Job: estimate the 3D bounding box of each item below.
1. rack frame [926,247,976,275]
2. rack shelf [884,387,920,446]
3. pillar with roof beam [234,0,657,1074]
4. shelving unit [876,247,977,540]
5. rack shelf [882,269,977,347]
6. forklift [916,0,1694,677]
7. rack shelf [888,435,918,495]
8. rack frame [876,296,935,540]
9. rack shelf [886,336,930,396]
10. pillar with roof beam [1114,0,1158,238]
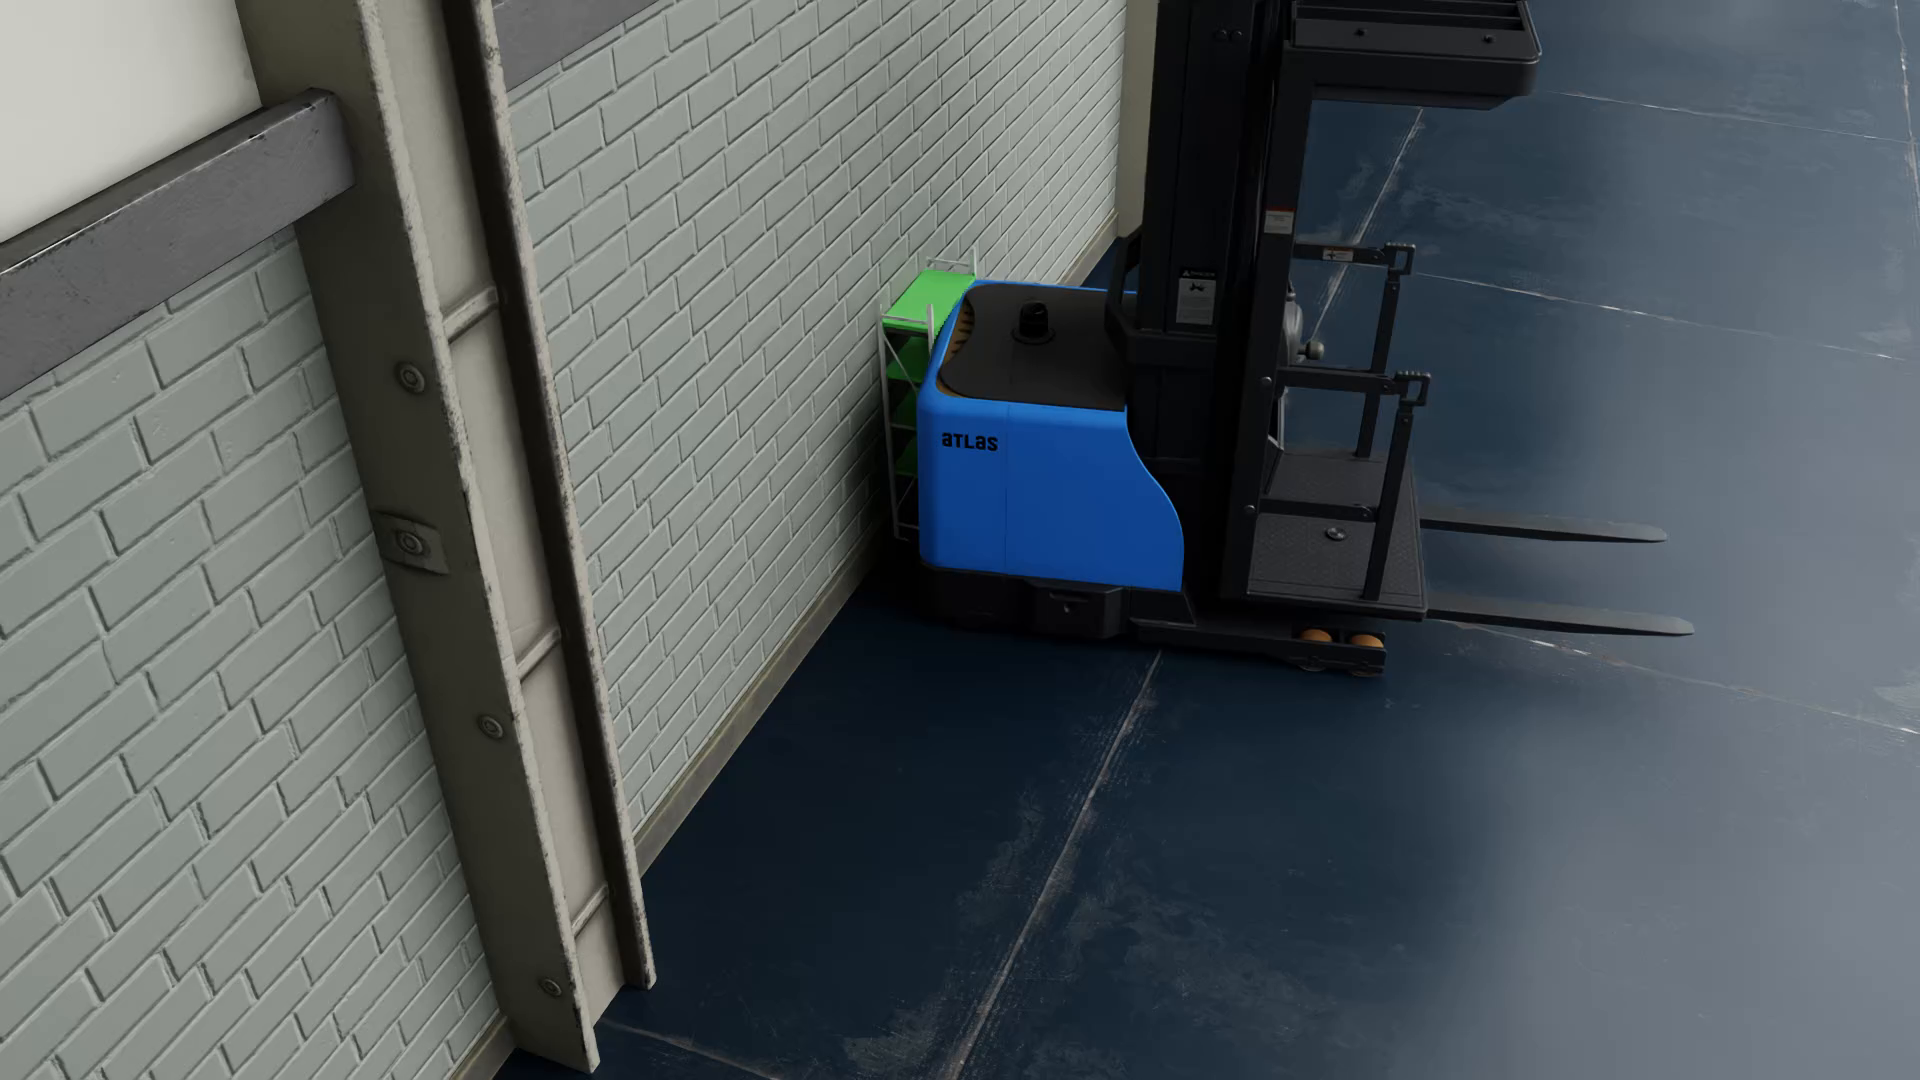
[{"bbox_3d":[-0.027,-0.746,7.227,0.240,1.200,0.015,11,40,17],"label":"rack frame"},{"bbox_3d":[-0.110,-0.553,7.087,0.258,0.148,0.480,11,40,17],"label":"rack shelf"},{"bbox_3d":[2.789,-1.139,1.257,9.100,9.000,0.400,14,39,18],"label":"pillar with roof beam"},{"bbox_3d":[-0.112,-0.603,7.048,0.258,1.200,0.503,11,40,17],"label":"shelving unit"},{"bbox_3d":[-0.130,-0.932,6.794,0.258,0.148,0.480,11,40,17],"label":"rack shelf"},{"bbox_3d":[1.387,-0.982,6.115,3.031,2.935,1.130,6,37,7],"label":"forklift"},{"bbox_3d":[-0.100,-0.363,7.234,0.258,0.148,0.480,11,40,17],"label":"rack shelf"},{"bbox_3d":[-0.197,-0.461,6.869,0.240,1.200,0.015,11,40,17],"label":"rack frame"},{"bbox_3d":[-0.120,-0.743,6.941,0.258,0.148,0.480,11,40,17],"label":"rack shelf"},{"bbox_3d":[5.072,-4.461,5.702,9.100,9.000,0.400,14,39,18],"label":"pillar with roof beam"}]
